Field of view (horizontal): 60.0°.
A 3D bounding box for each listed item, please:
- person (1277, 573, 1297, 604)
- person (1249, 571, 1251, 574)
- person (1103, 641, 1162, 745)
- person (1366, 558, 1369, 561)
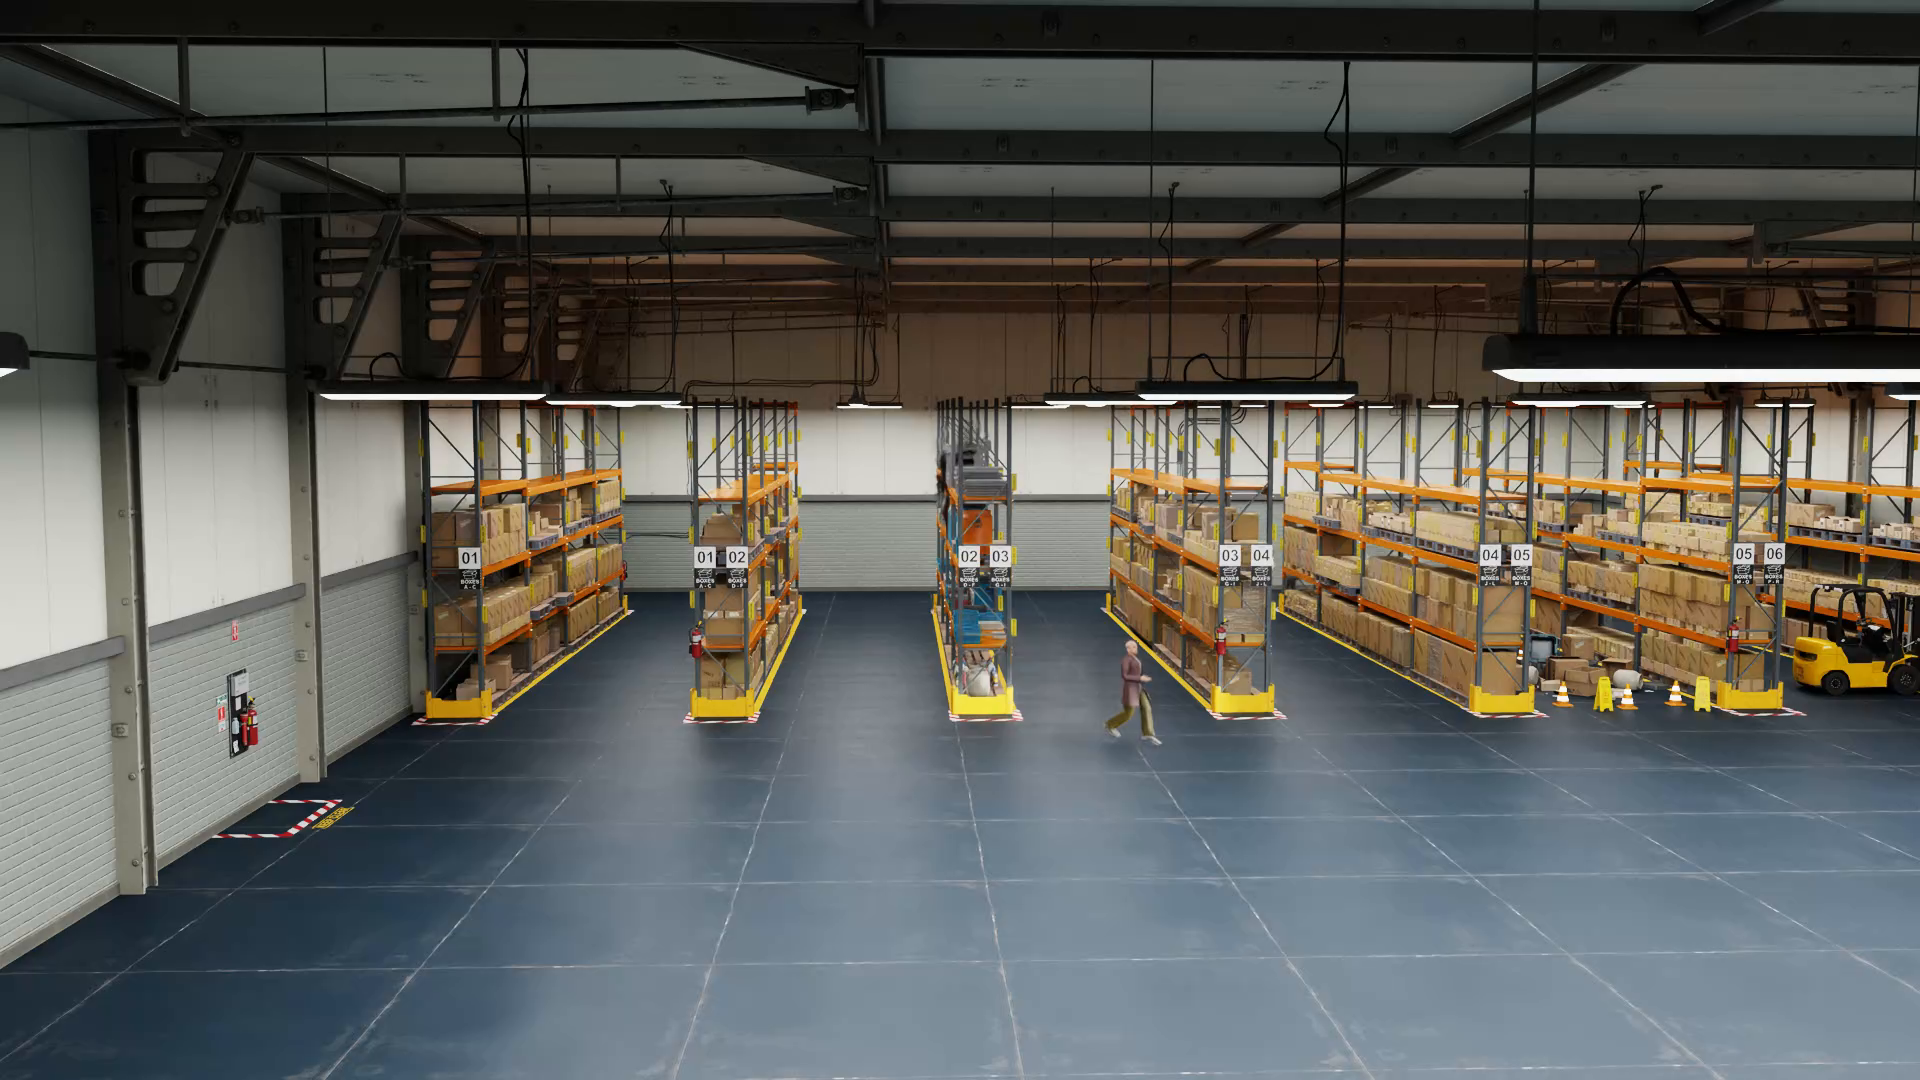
[{"bbox_3d":[9.691,1.106,49.130,0.619,1.612,0.849,-4,6,-41],"label":"person"},{"bbox_3d":[8.700,1.117,48.481,0.823,1.776,0.685,-3,6,-38],"label":"person"},{"bbox_3d":[2.986,2.728,28.735,1.055,1.584,0.719,3,5,30],"label":"person"},{"bbox_3d":[11.348,1.331,46.116,0.565,1.657,0.935,-1,4,-8],"label":"person"}]
